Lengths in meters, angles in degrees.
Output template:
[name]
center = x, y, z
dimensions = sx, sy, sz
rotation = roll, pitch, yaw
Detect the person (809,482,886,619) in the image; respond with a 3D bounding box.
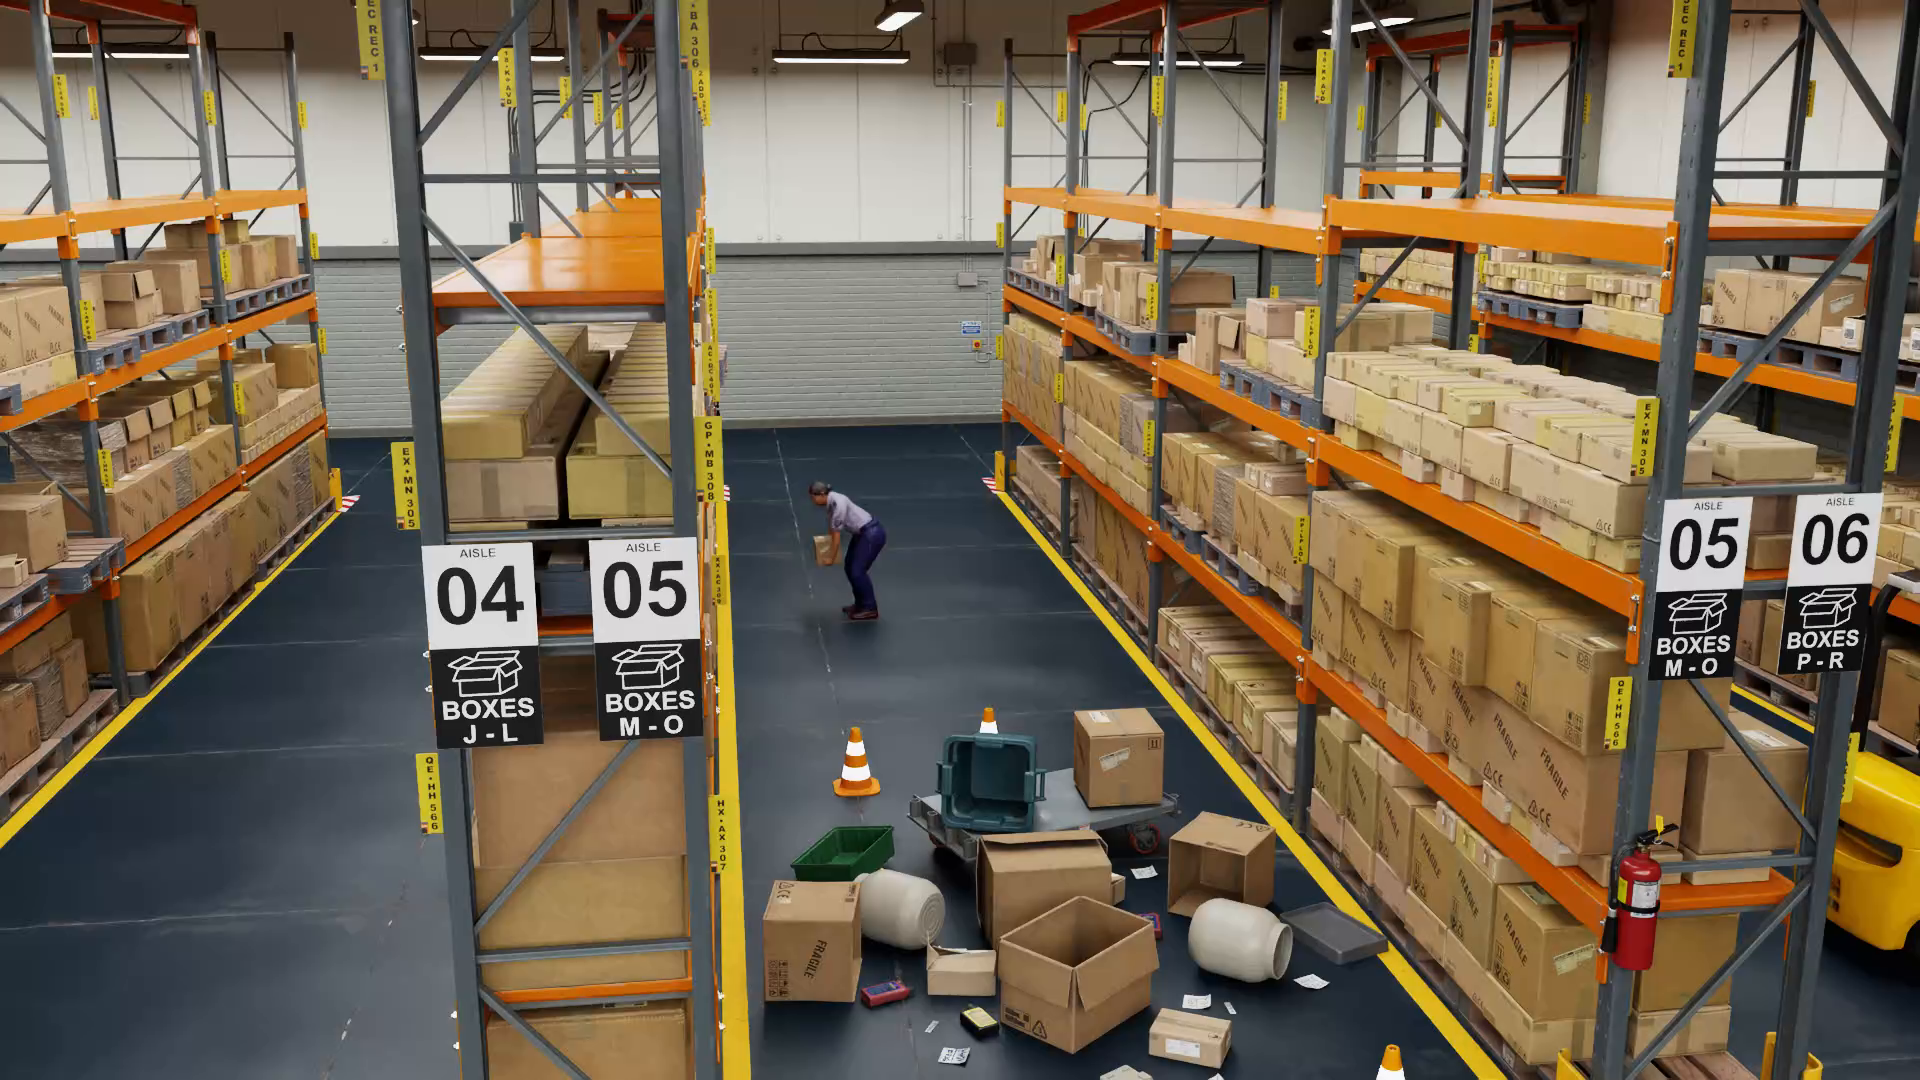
[person]
center = -1.129, 0.084, 16.732
dimensions = 0.765, 1.394, 0.451
rotation = -2, 13, -10
